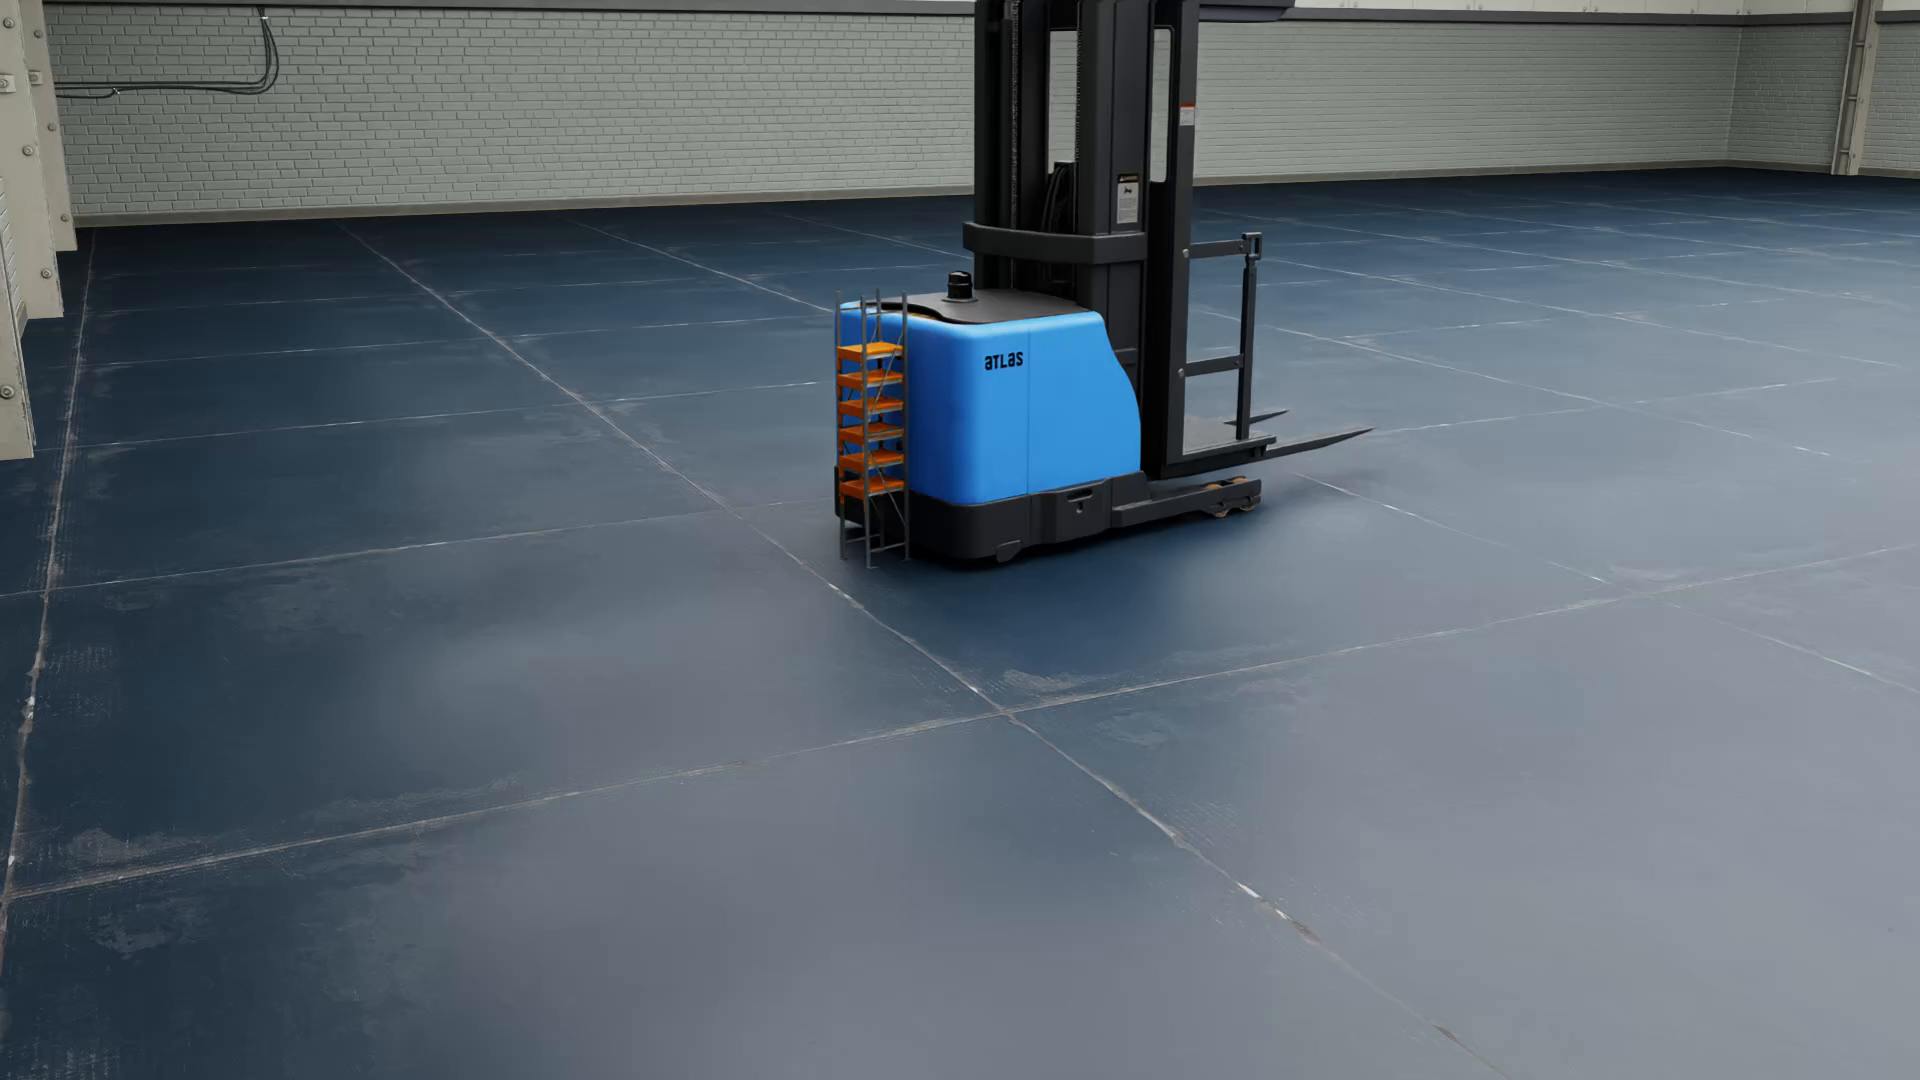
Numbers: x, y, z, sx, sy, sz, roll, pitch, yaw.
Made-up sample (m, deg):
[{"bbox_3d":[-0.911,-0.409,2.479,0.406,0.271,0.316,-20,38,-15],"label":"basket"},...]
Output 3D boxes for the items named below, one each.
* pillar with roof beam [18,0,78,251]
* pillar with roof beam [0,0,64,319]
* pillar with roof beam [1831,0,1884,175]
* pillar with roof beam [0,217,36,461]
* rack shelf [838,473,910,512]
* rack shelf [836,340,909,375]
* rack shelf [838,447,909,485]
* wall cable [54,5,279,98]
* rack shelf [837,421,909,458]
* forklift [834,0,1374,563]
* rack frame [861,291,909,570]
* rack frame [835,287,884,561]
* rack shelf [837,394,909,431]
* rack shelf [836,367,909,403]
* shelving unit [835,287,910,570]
[{"bbox_3d":[-6.835,-8.316,20.415,9.100,9.000,0.400,-8,18,-25],"label":"pillar with roof beam"},{"bbox_3d":[-4.207,-6.828,15.231,9.100,9.000,0.400,-8,18,-25],"label":"pillar with roof beam"},{"bbox_3d":[13.741,-11.082,30.054,9.100,9.000,0.400,-8,18,-25],"label":"pillar with roof beam"},{"bbox_3d":[-1.578,-5.341,10.047,9.100,9.000,0.400,-8,18,-25],"label":"pillar with roof beam"},{"bbox_3d":[-0.379,-0.212,7.344,0.258,0.103,0.180,-13,21,-38],"label":"rack shelf"},{"bbox_3d":[-0.379,-0.788,7.178,0.258,0.103,0.180,-13,21,-38],"label":"rack shelf"},{"bbox_3d":[-0.379,-0.327,7.311,0.258,0.103,0.180,-13,21,-38],"label":"rack shelf"},{"bbox_3d":[-10.807,-7.194,22.133,3.097,2.526,0.112,-8,18,-25],"label":"wall cable"},{"bbox_3d":[-0.379,-0.442,7.278,0.258,0.103,0.180,-13,21,-38],"label":"rack shelf"},{"bbox_3d":[0.871,-1.618,8.077,3.031,2.935,1.130,-12,20,-37],"label":"forklift"},{"bbox_3d":[-0.320,-0.466,7.198,0.240,1.200,0.006,-13,21,-38],"label":"rack frame"},{"bbox_3d":[-0.438,-0.504,7.333,0.240,1.200,0.006,-13,21,-38],"label":"rack frame"},{"bbox_3d":[-0.379,-0.558,7.245,0.258,0.103,0.180,-13,21,-38],"label":"rack shelf"},{"bbox_3d":[-0.379,-0.673,7.211,0.258,0.103,0.180,-13,21,-38],"label":"rack shelf"},{"bbox_3d":[-0.379,-0.485,7.265,0.258,1.200,0.189,-13,21,-38],"label":"shelving unit"}]
